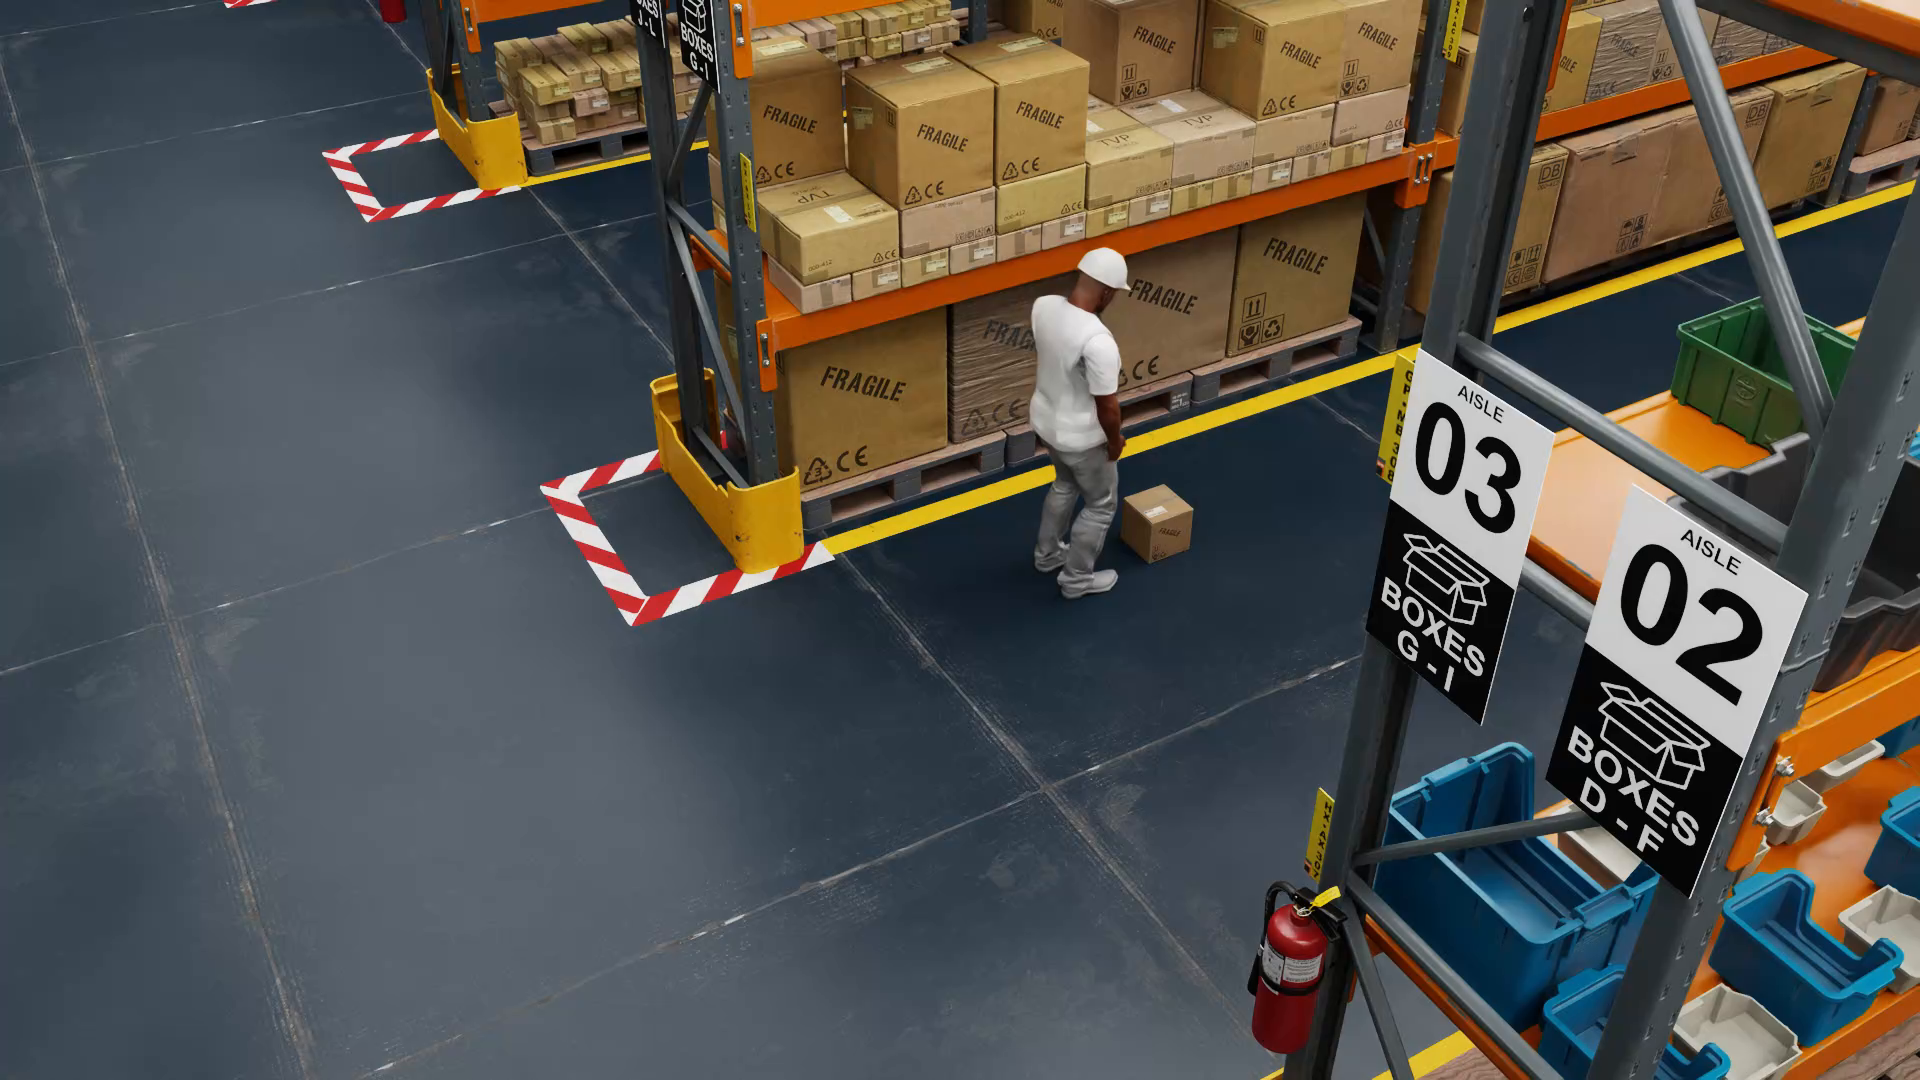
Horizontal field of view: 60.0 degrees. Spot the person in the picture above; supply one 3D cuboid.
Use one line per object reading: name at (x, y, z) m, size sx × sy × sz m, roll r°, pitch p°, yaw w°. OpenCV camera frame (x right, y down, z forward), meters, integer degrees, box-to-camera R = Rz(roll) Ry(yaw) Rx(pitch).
person at (0.552, -0.541, 7.673) m, size 0.437 × 1.725 × 0.588 m, roll -18°, pitch 40°, yaw -23°
